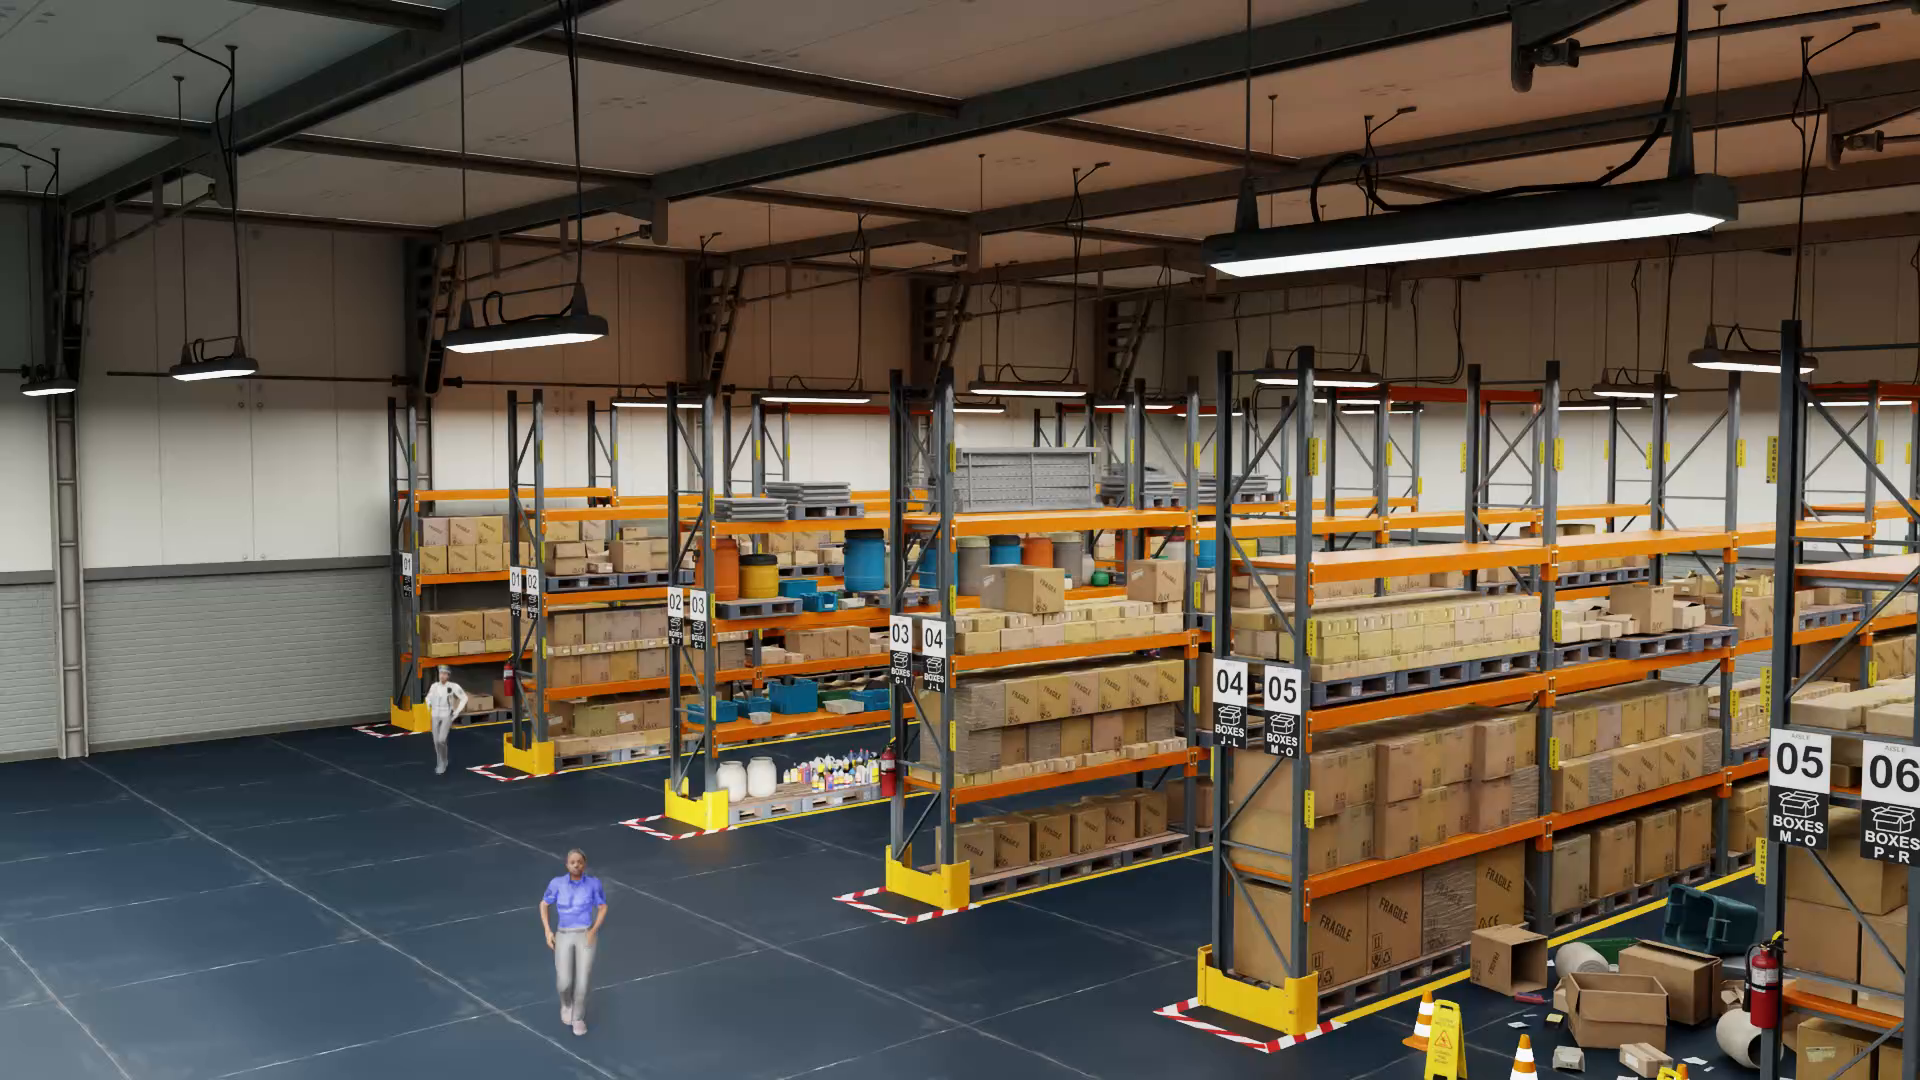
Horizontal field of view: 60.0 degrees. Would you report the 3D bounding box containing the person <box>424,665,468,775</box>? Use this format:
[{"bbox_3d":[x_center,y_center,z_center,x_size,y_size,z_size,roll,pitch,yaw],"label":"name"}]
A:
[{"bbox_3d":[-8.086,2.803,26.016,0.630,1.717,0.599,1,3,10],"label":"person"}]

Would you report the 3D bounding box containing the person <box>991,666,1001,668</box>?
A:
[{"bbox_3d":[0.689,2.591,29.151,0.627,1.815,0.826,2,4,36],"label":"person"}]

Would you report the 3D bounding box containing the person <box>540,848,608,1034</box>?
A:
[{"bbox_3d":[-3.376,3.511,14.558,0.580,1.604,0.493,-1,3,-12],"label":"person"}]
